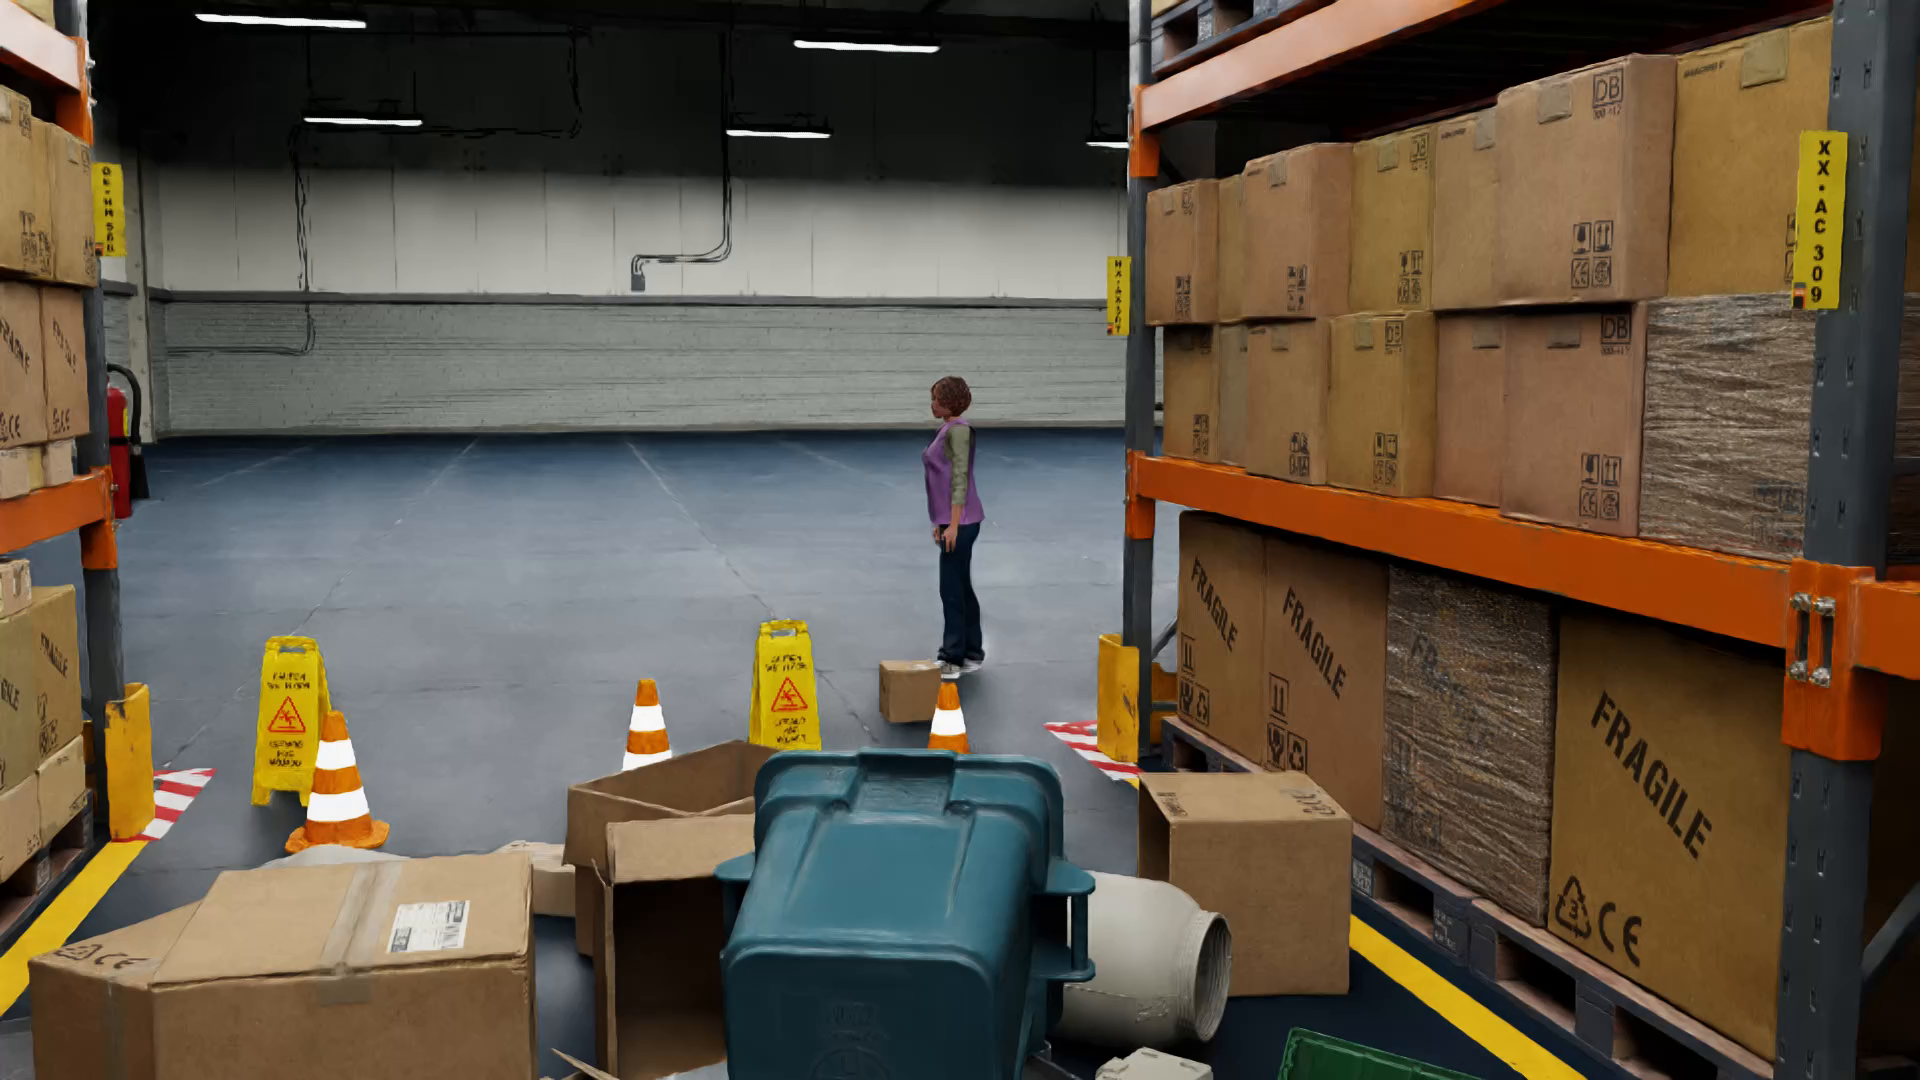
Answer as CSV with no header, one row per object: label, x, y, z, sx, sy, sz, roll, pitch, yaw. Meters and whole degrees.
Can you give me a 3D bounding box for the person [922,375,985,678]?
person,-0.060,-0.067,8.787,0.414,1.600,0.506,-1,6,-8
